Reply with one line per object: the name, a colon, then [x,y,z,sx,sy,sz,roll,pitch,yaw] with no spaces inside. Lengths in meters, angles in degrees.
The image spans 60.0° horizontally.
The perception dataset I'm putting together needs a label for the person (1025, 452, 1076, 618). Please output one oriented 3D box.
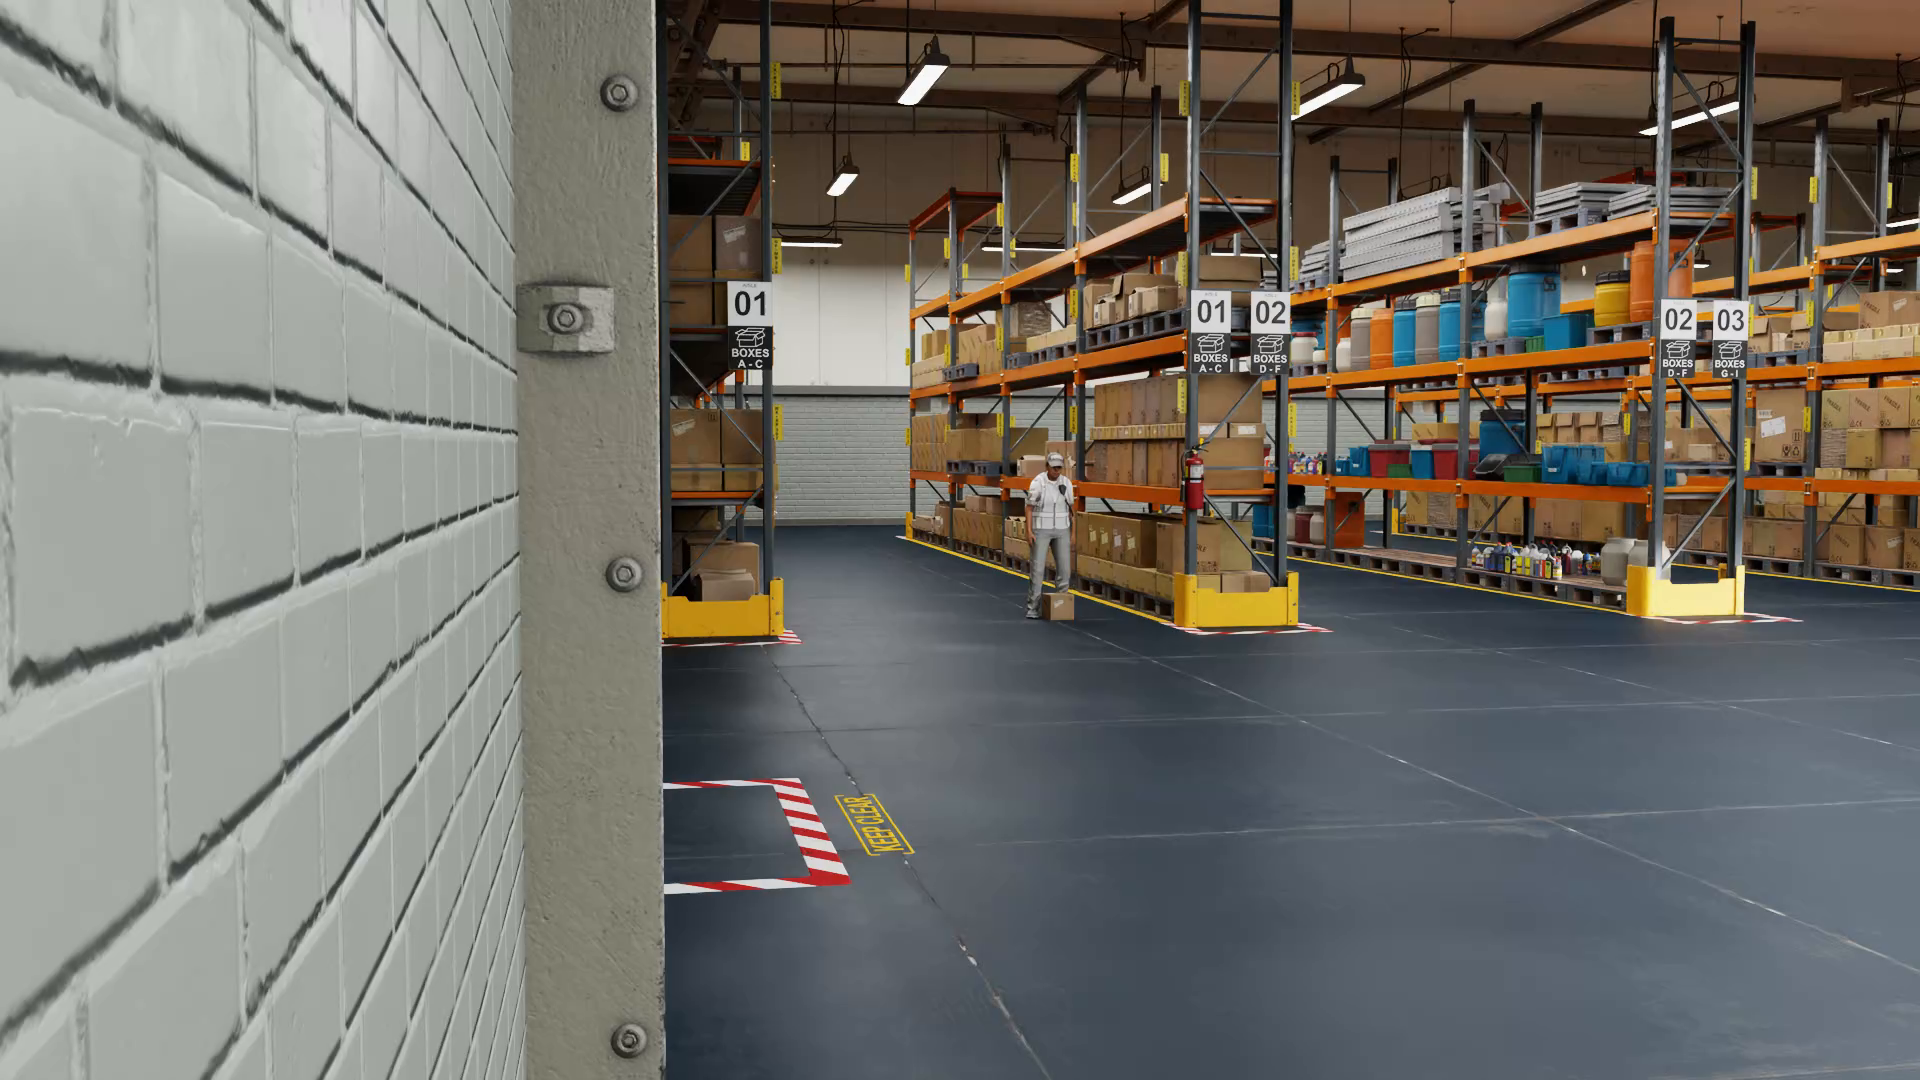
person: [0.914,-0.055,16.779,0.539,1.666,0.465,-1,3,-12]
